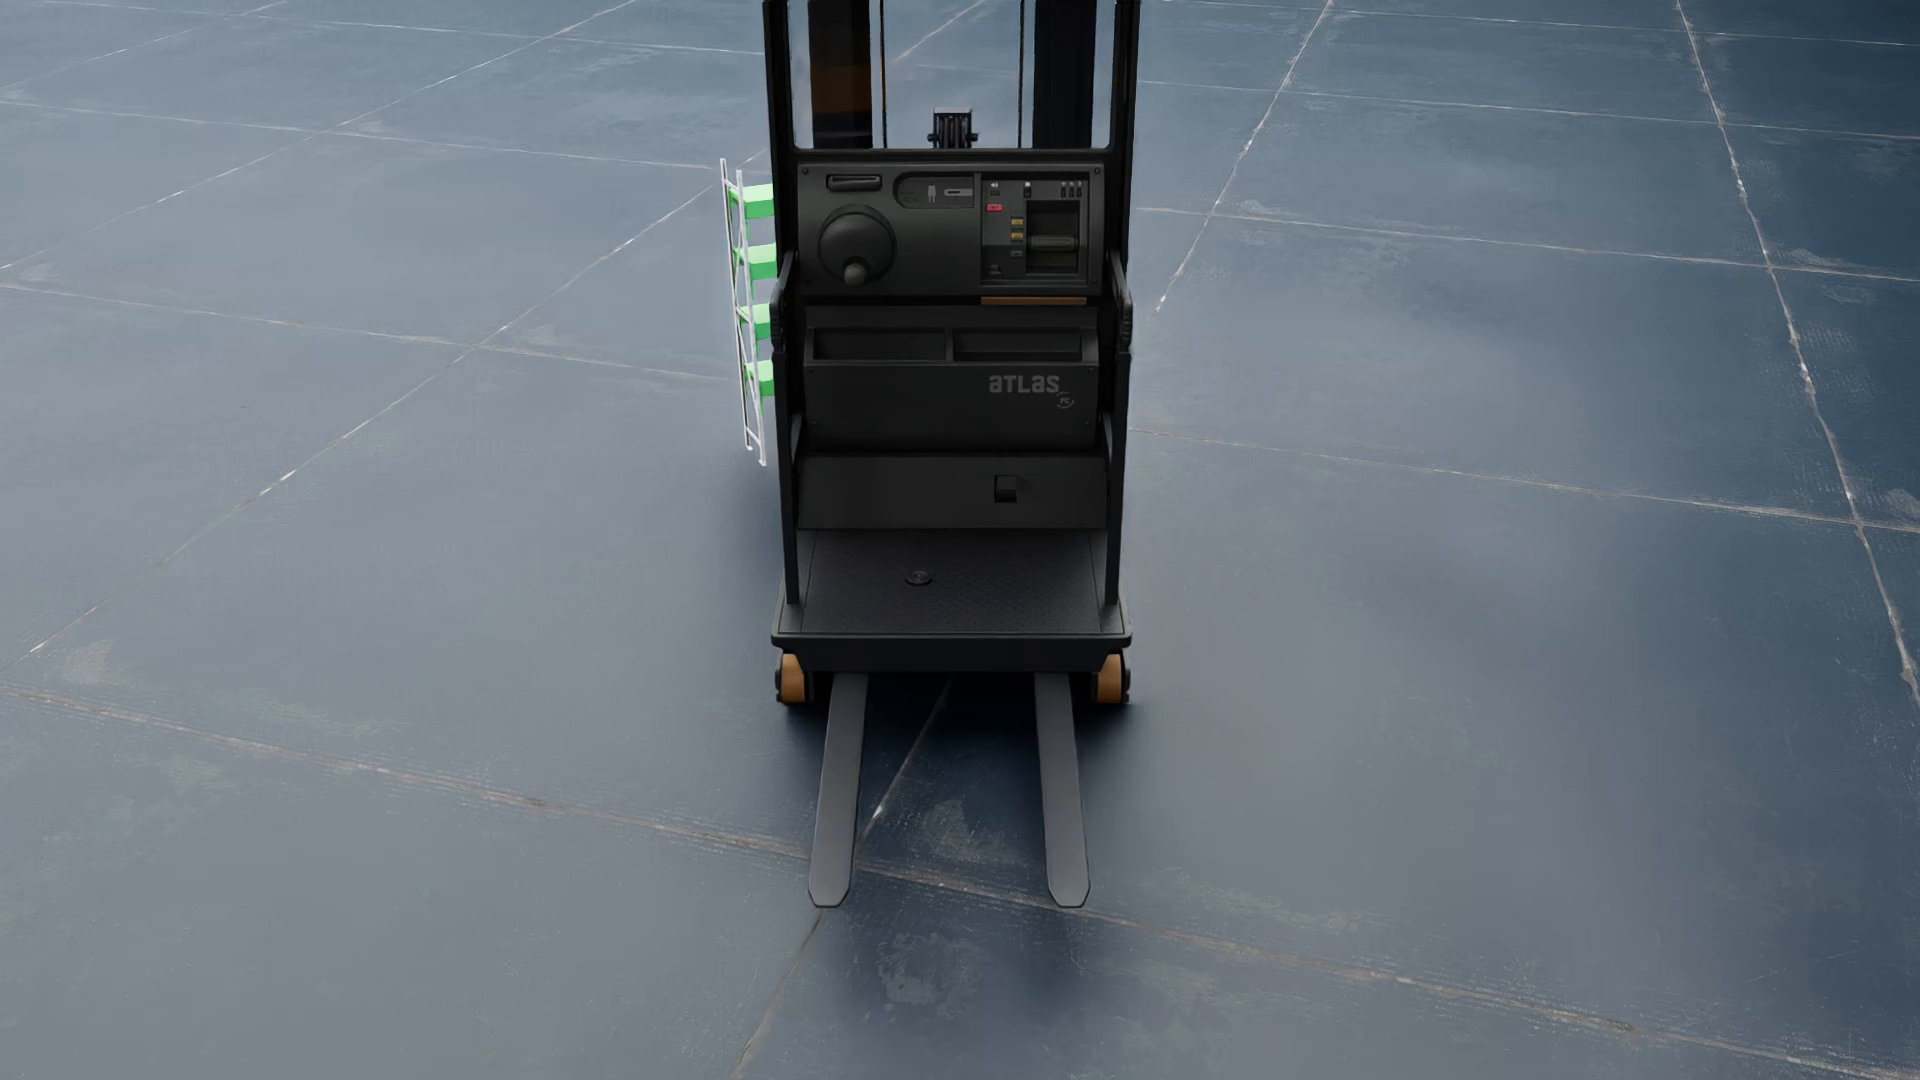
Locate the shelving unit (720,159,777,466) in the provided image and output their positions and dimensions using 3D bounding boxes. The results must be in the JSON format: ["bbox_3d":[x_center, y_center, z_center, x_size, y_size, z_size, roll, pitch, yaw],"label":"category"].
[{"bbox_3d":[-0.634,-0.935,6.680,0.503,1.200,0.258,-12,27,-20],"label":"shelving unit"}]

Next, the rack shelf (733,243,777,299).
[{"bbox_3d":[-0.639,-1.095,6.604,0.480,0.148,0.258,-12,27,-20],"label":"rack shelf"}]

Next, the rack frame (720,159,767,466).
[{"bbox_3d":[-0.857,-0.888,6.594,0.015,1.200,0.240,-12,27,-20],"label":"rack frame"}]

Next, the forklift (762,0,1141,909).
[{"bbox_3d":[-0.025,-0.908,4.866,1.130,2.935,3.031,0,29,0],"label":"forklift"}]

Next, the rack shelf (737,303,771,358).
[{"bbox_3d":[-0.632,-0.878,6.707,0.480,0.148,0.258,-12,27,-20],"label":"rack shelf"}]

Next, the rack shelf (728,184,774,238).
[{"bbox_3d":[-0.645,-1.311,6.502,0.480,0.148,0.258,-12,27,-20],"label":"rack shelf"}]

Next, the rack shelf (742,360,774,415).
[{"bbox_3d":[-0.625,-0.661,6.810,0.480,0.148,0.258,-12,27,-20],"label":"rack shelf"}]
